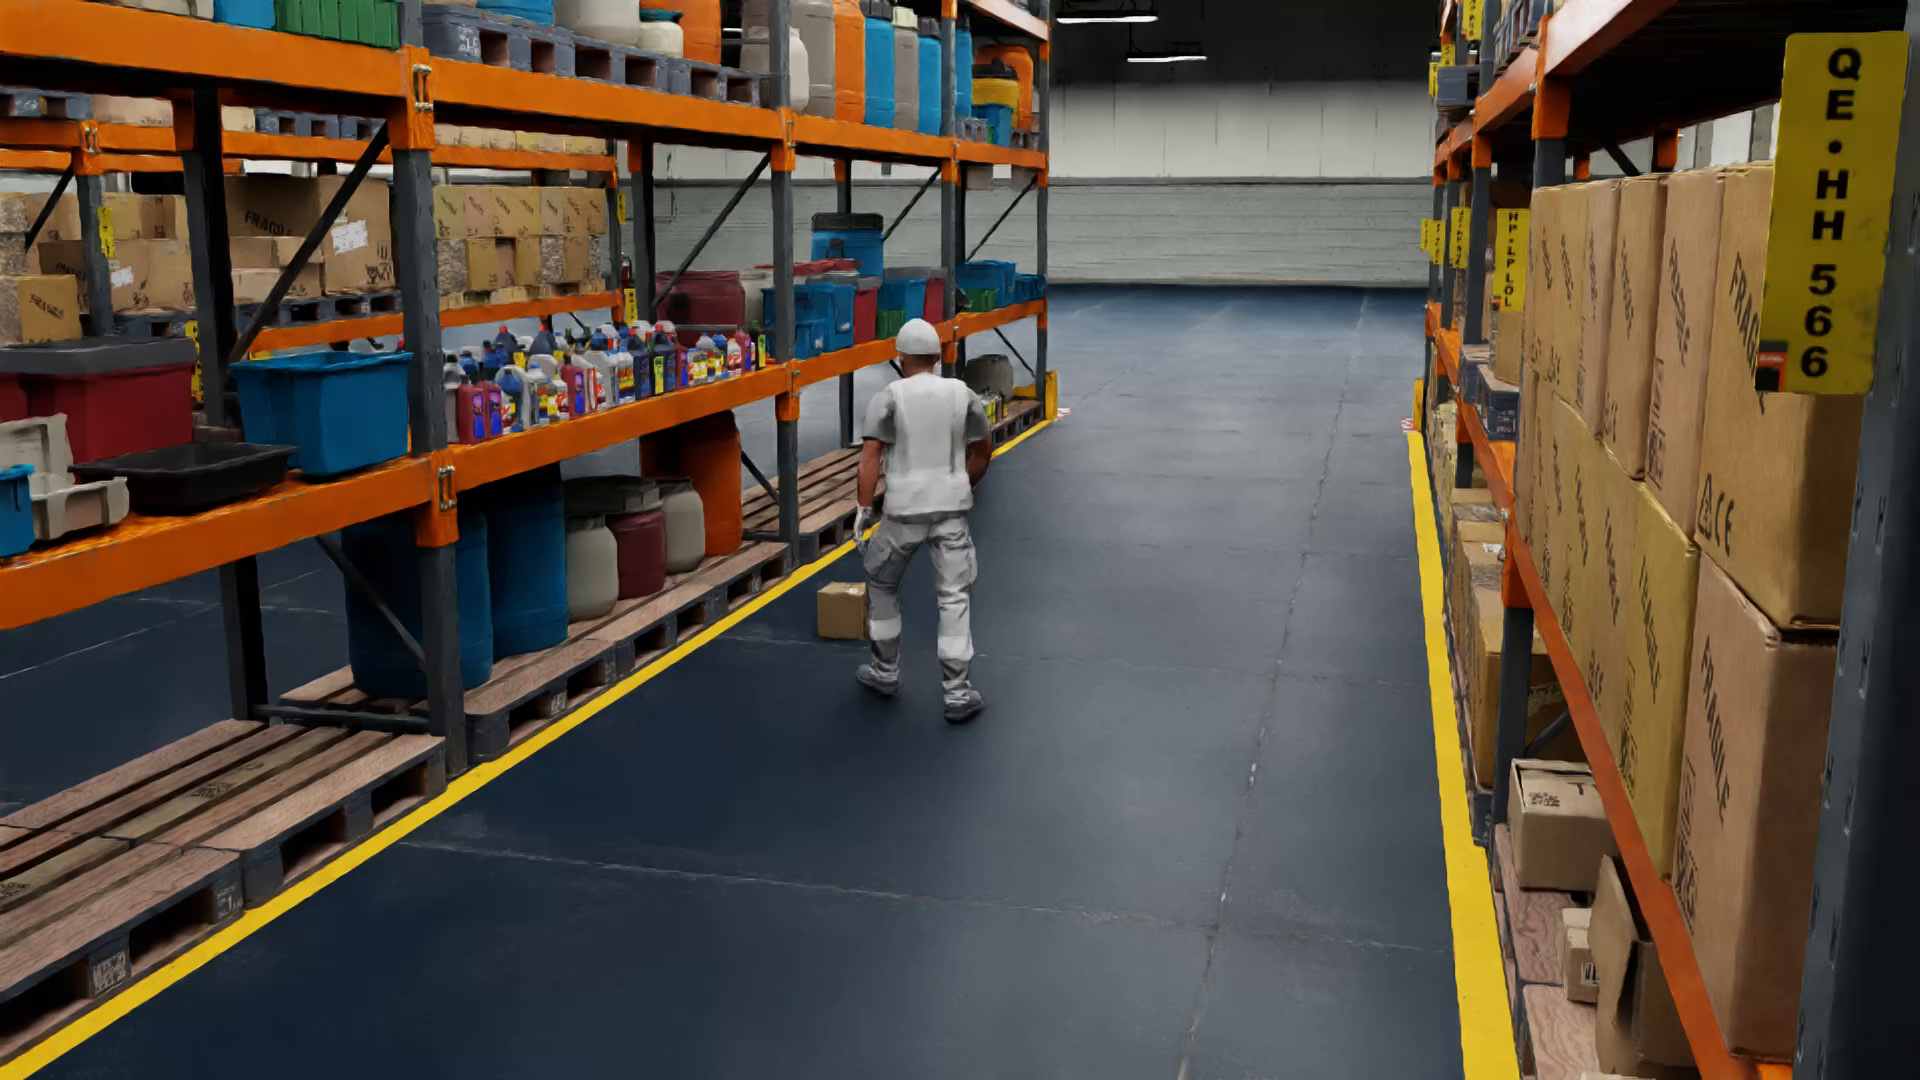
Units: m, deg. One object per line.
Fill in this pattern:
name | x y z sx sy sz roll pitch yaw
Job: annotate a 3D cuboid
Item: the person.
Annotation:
person | -0.174 -0.119 7.513 0.660 1.745 0.719 -2 12 -10
